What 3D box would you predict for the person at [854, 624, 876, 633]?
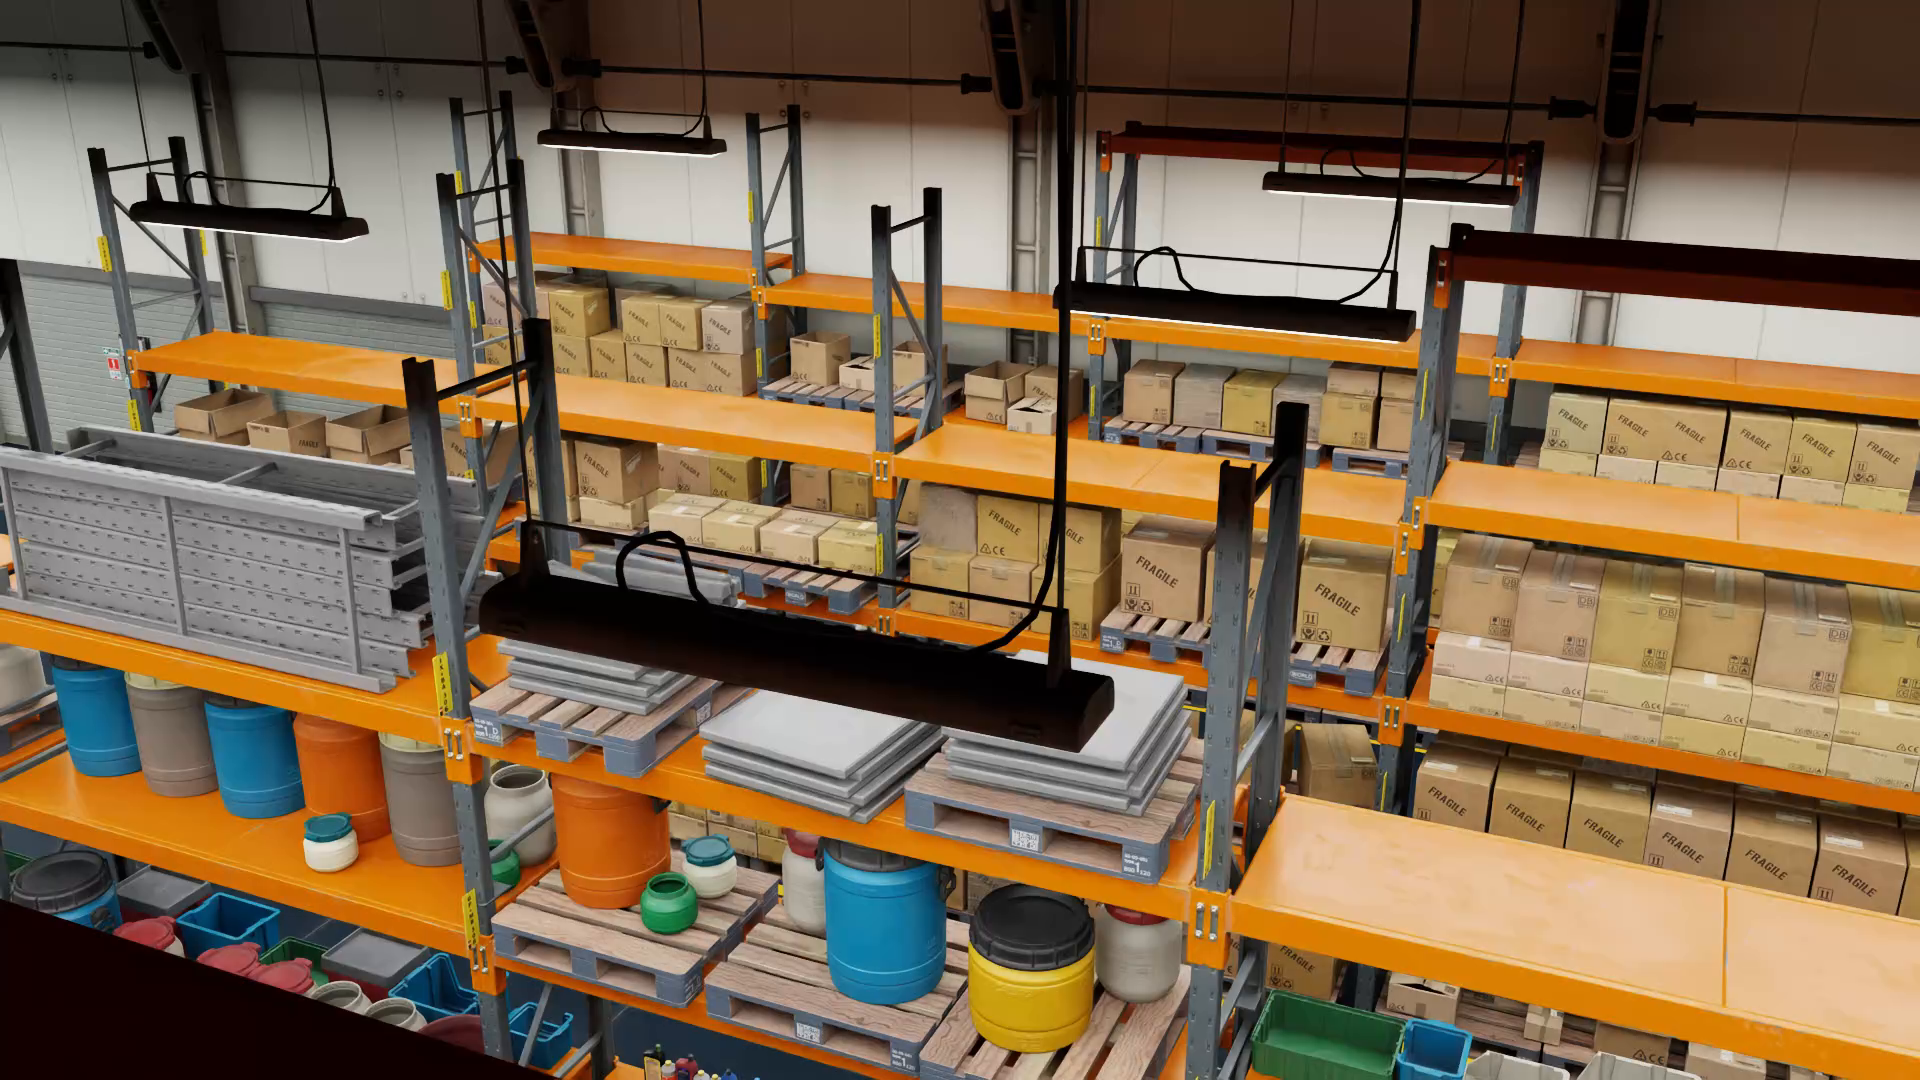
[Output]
[{"bbox_3d":[-1.092,0.997,17.726,0.684,1.671,0.507,-1,21,-2],"label":"person"}]
